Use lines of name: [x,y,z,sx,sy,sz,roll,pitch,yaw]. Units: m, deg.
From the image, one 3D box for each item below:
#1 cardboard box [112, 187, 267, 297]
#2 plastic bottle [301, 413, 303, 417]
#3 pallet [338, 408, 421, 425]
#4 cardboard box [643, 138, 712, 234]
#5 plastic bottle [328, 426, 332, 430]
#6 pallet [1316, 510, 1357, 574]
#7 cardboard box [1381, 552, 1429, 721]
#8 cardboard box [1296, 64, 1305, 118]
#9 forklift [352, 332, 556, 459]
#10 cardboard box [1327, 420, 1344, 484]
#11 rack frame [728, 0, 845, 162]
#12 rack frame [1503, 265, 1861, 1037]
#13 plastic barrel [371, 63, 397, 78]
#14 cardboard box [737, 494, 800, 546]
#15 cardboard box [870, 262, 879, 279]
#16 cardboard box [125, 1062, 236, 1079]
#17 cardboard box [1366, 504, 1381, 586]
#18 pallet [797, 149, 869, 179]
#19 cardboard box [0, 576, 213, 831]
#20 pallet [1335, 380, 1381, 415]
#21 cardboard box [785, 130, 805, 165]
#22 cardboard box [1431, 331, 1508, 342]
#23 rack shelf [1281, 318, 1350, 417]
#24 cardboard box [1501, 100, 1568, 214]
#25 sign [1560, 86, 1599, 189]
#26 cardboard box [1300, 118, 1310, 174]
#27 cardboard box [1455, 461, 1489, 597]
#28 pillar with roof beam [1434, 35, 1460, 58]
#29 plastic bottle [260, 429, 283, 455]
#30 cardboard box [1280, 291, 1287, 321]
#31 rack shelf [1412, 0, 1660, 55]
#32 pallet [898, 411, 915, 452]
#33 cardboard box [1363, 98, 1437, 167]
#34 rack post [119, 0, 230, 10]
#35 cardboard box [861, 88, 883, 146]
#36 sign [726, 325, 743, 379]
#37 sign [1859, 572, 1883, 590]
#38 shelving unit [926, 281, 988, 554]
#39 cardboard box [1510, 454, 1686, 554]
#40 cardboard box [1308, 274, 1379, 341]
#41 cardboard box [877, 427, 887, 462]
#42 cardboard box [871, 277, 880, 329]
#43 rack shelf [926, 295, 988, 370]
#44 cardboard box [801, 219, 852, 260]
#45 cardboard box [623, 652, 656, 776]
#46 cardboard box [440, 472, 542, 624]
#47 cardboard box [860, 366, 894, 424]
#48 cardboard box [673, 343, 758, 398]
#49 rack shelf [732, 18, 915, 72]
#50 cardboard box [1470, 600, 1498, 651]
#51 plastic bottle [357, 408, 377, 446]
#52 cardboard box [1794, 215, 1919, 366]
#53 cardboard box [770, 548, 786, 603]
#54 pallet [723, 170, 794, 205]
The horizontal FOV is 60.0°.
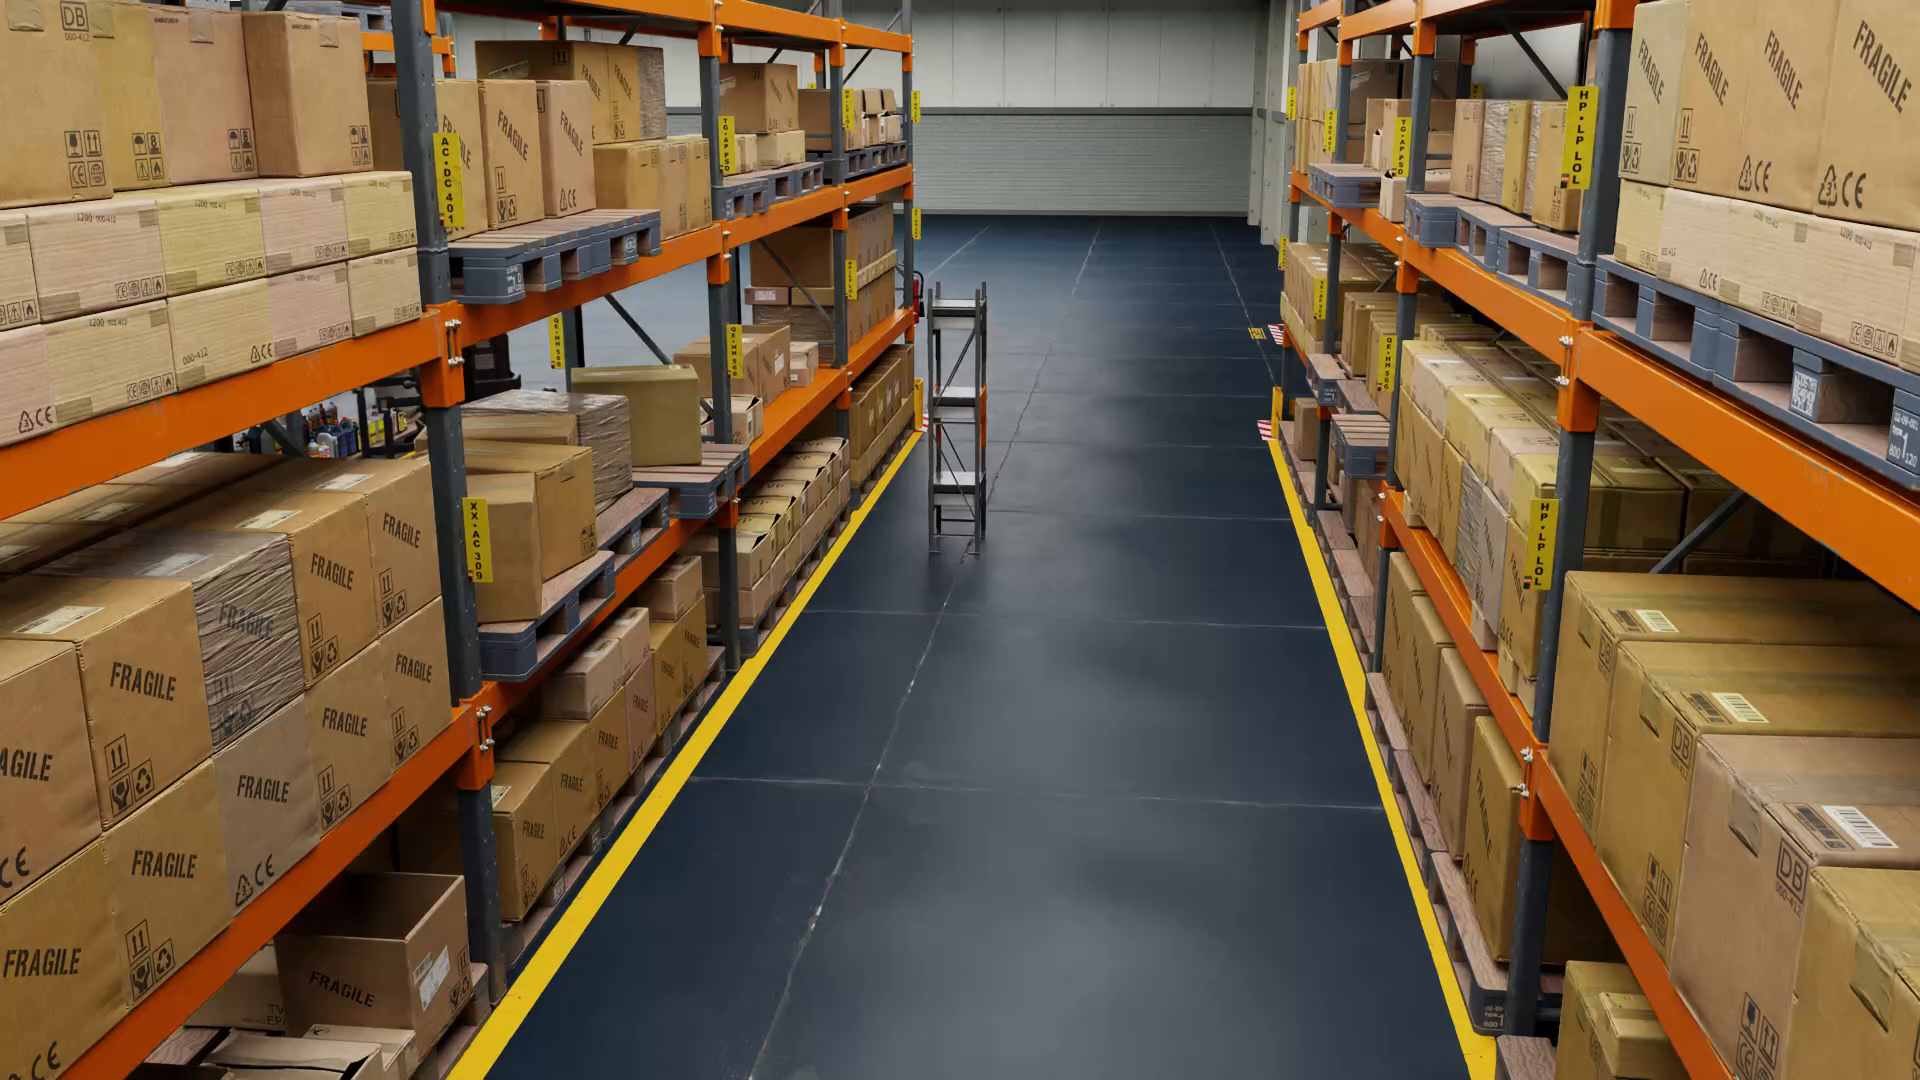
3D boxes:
cardboard box: [-2.260,-0.818,4.524,0.500,0.250,0.500,2,15,6]
plastic bottle: [-6.511,-1.121,16.443,0.097,0.271,0.097,0,15,0]
pallet: [-5.983,-1.276,17.976,1.003,0.211,1.213,2,15,6]
cardboard box: [-1.921,-2.014,9.426,0.910,0.500,0.500,2,15,6]
plastic bottle: [-5.976,-0.950,15.812,0.097,0.271,0.097,0,15,0]
pallet: [3.382,0.024,13.170,1.003,0.211,1.213,2,15,6]
cardboard box: [2.804,0.535,9.251,0.750,0.750,0.750,1,15,6]
cardboard box: [3.528,-4.329,16.033,0.500,0.500,0.500,2,15,6]
forklift: [-4.314,-1.323,12.939,3.031,2.935,1.130,-9,17,-29]
cardboard box: [3.546,-0.800,14.822,0.500,0.500,0.500,1,15,2]
rack frame: [-1.454,-4.565,13.306,1.000,3.000,0.127,2,15,6]
rack frame: [2.566,0.550,5.880,1.000,3.000,0.127,2,15,6]
plastic barrel: [-5.853,-4.582,17.487,0.600,0.830,0.708,2,15,6]
cardboard box: [-1.444,-0.174,11.947,0.500,0.311,0.500,1,15,5]
cardboard box: [-1.001,-2.628,16.199,0.380,0.149,0.250,2,15,8]
cardboard box: [-2.564,1.886,4.882,0.797,0.503,0.637,2,15,6]
cardboard box: [3.248,0.059,11.643,0.700,0.500,0.500,2,15,6]
pallet: [-1.384,-3.297,14.530,1.003,0.211,1.213,2,15,6]
cardboard box: [-2.327,0.408,4.301,0.500,0.500,0.500,2,15,6]
pallet: [3.200,-0.909,11.645,1.003,0.211,1.213,2,15,6]
cardboard box: [-1.533,-3.088,13.072,0.500,0.250,0.500,3,15,12]
cardboard box: [3.026,-1.151,9.895,0.380,0.149,0.250,0,15,-1]
rack shelf: [3.694,-1.696,15.565,1.077,0.370,4.000,2,15,6]
cardboard box: [2.936,-1.786,7.740,0.700,0.500,0.500,2,15,9]
sign: [2.025,-1.312,5.429,0.100,0.325,0.005,2,15,6]
cardboard box: [3.483,-3.715,15.679,0.500,0.500,0.500,2,15,9]
cardboard box: [2.480,-0.041,7.267,0.500,0.500,0.500,2,15,6]
pillar with roof beam: [0.423,-5.378,16.310,9.100,9.000,0.400,2,15,6]
plastic bottle: [-6.446,-0.921,15.554,0.144,0.351,0.185,2,15,6]
cardboard box: [3.549,-2.382,16.973,0.500,0.250,0.500,1,15,5]
rack shelf: [2.791,-2.324,7.161,1.077,0.370,4.000,2,15,6]
pallet: [-1.047,-1.161,17.552,1.003,0.211,1.213,2,15,6]
cardboard box: [3.327,-3.084,12.578,0.500,0.500,0.500,4,16,14]
rack post: [-6.512,-4.295,11.925,1.013,1.000,3.121,2,15,6]
cardboard box: [-1.143,-3.861,15.177,0.797,0.503,0.637,3,16,12]
sign: [-1.365,-1.139,10.062,0.100,0.325,0.005,2,15,6]
sign: [3.117,0.110,5.697,0.100,0.325,0.005,2,15,6]
shelving unit: [-0.019,-0.971,13.229,0.431,2.100,0.503,2,15,6]
cardboard box: [2.364,-0.142,6.203,0.500,0.250,0.500,2,15,8]
cardboard box: [3.214,-1.955,13.959,0.500,0.500,0.500,2,15,6]
cardboard box: [-0.977,-0.915,15.763,0.500,0.250,0.500,2,15,6]
cardboard box: [-1.184,-2.369,16.486,0.700,0.500,0.500,2,15,7]
rack shelf: [-0.019,-1.633,13.050,0.431,0.518,0.480,2,15,6]
cardboard box: [-1.354,-2.590,14.818,0.700,0.500,0.500,2,15,6]
cardboard box: [-1.889,0.882,8.598,0.500,0.500,0.500,1,15,4]
cardboard box: [-2.081,0.038,6.778,0.700,0.500,0.500,-3,16,-13]
cardboard box: [-0.924,-1.407,16.145,0.500,0.500,0.500,2,15,6]
cardboard box: [-1.732,-1.116,11.851,0.500,0.500,0.500,1,15,3]
rack shelf: [-1.228,-4.544,15.370,1.077,0.370,4.000,2,15,6]
cardboard box: [2.373,0.364,7.013,0.380,0.149,0.250,2,15,6]
plastic bottle: [-5.803,-1.106,16.238,0.144,0.351,0.185,2,15,6]
cardboard box: [2.045,-0.507,3.334,0.500,0.250,0.500,1,15,5]
cardboard box: [-1.499,0.235,11.509,0.500,0.250,0.500,1,15,5]
pallet: [-1.794,-2.458,11.619,1.003,0.211,1.213,2,15,9]
